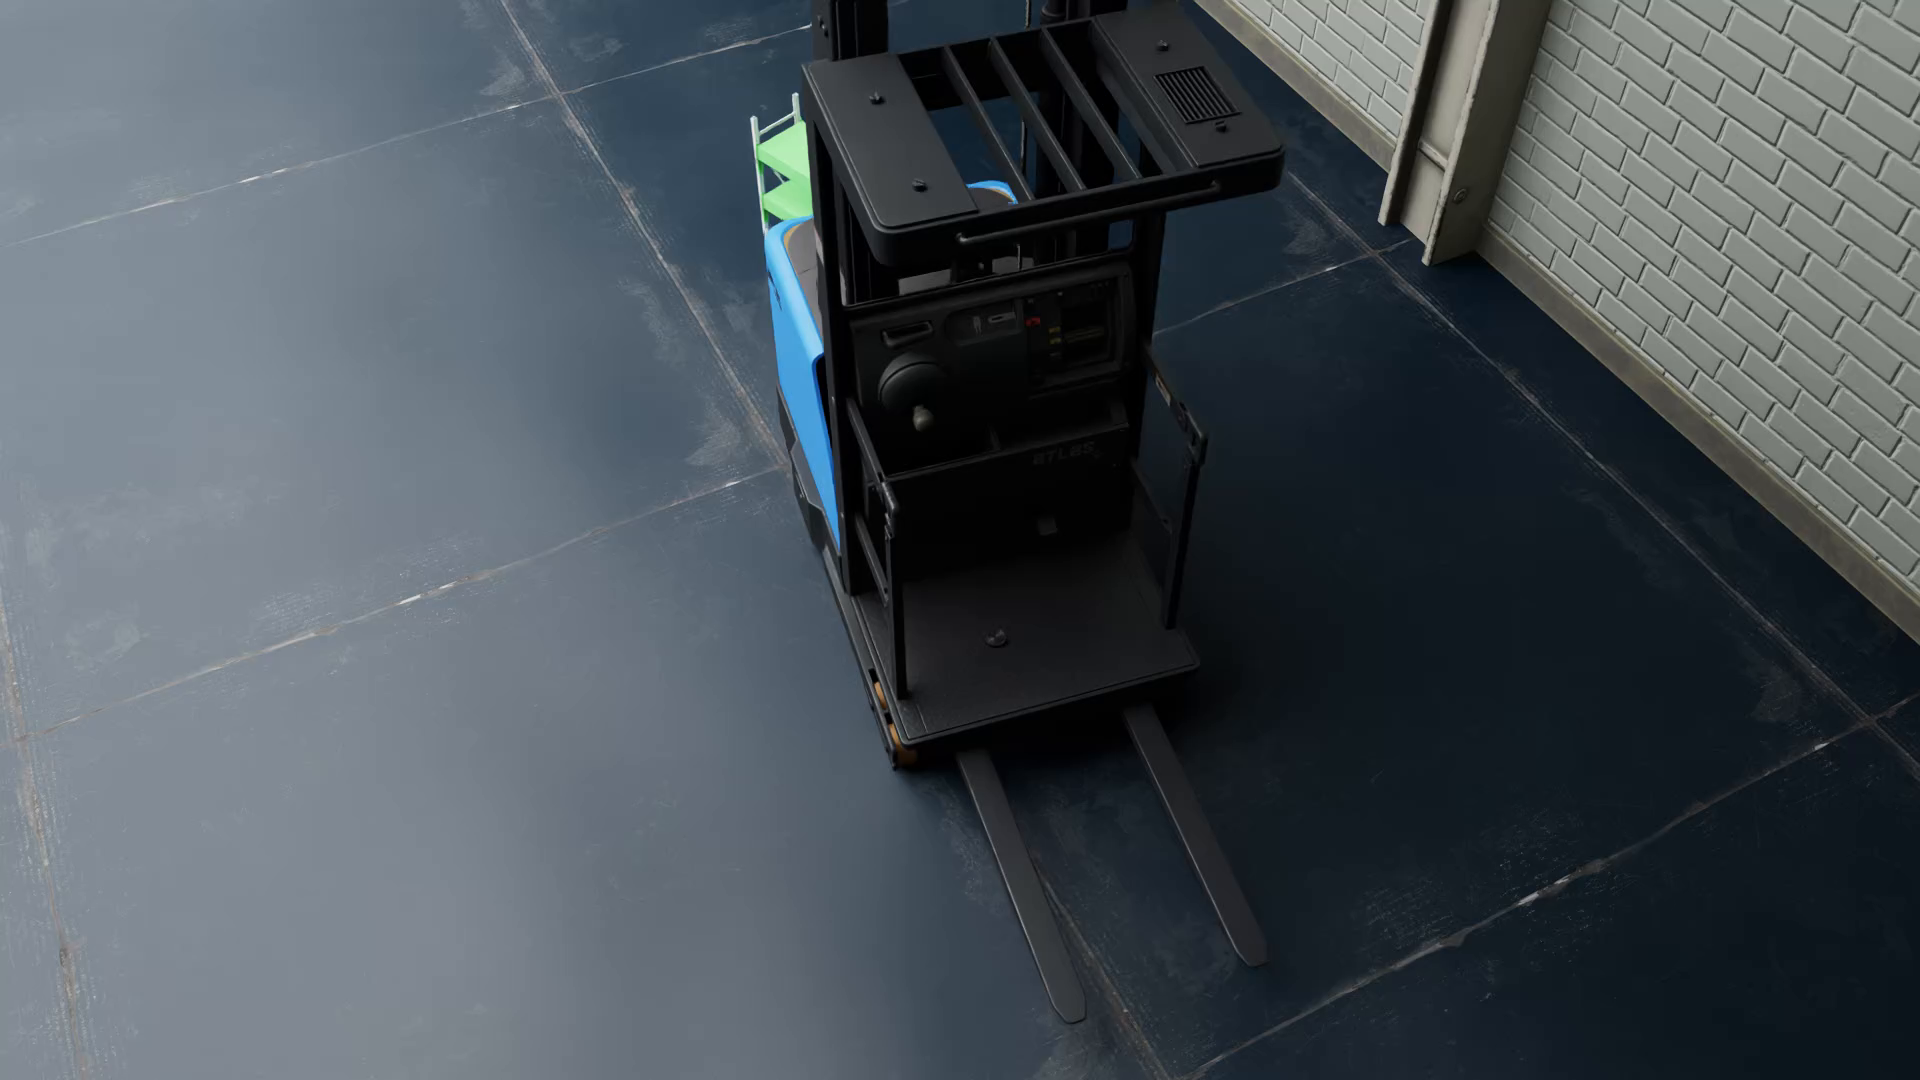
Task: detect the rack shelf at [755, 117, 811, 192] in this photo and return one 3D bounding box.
[{"bbox_3d":[-0.552,-1.460,6.569,0.480,0.148,0.258,36,58,27],"label":"rack shelf"}]

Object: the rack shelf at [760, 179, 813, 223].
[{"bbox_3d":[-0.552,-1.302,6.750,0.480,0.148,0.258,36,58,27],"label":"rack shelf"}]

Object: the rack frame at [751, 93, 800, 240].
[{"bbox_3d":[-0.729,-1.313,6.994,0.015,1.200,0.240,36,58,27],"label":"rack frame"}]

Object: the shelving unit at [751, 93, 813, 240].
[{"bbox_3d":[-0.552,-1.186,6.883,0.503,1.200,0.258,36,58,27],"label":"shelving unit"}]

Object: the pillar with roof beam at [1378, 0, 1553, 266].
[{"bbox_3d":[-1.598,-2.940,3.235,9.100,9.000,0.400,-21,52,-18],"label":"pillar with roof beam"}]

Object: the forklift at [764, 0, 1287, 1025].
[{"bbox_3d":[0.182,-0.506,5.138,1.130,2.935,3.031,-14,50,-12],"label":"forklift"}]
